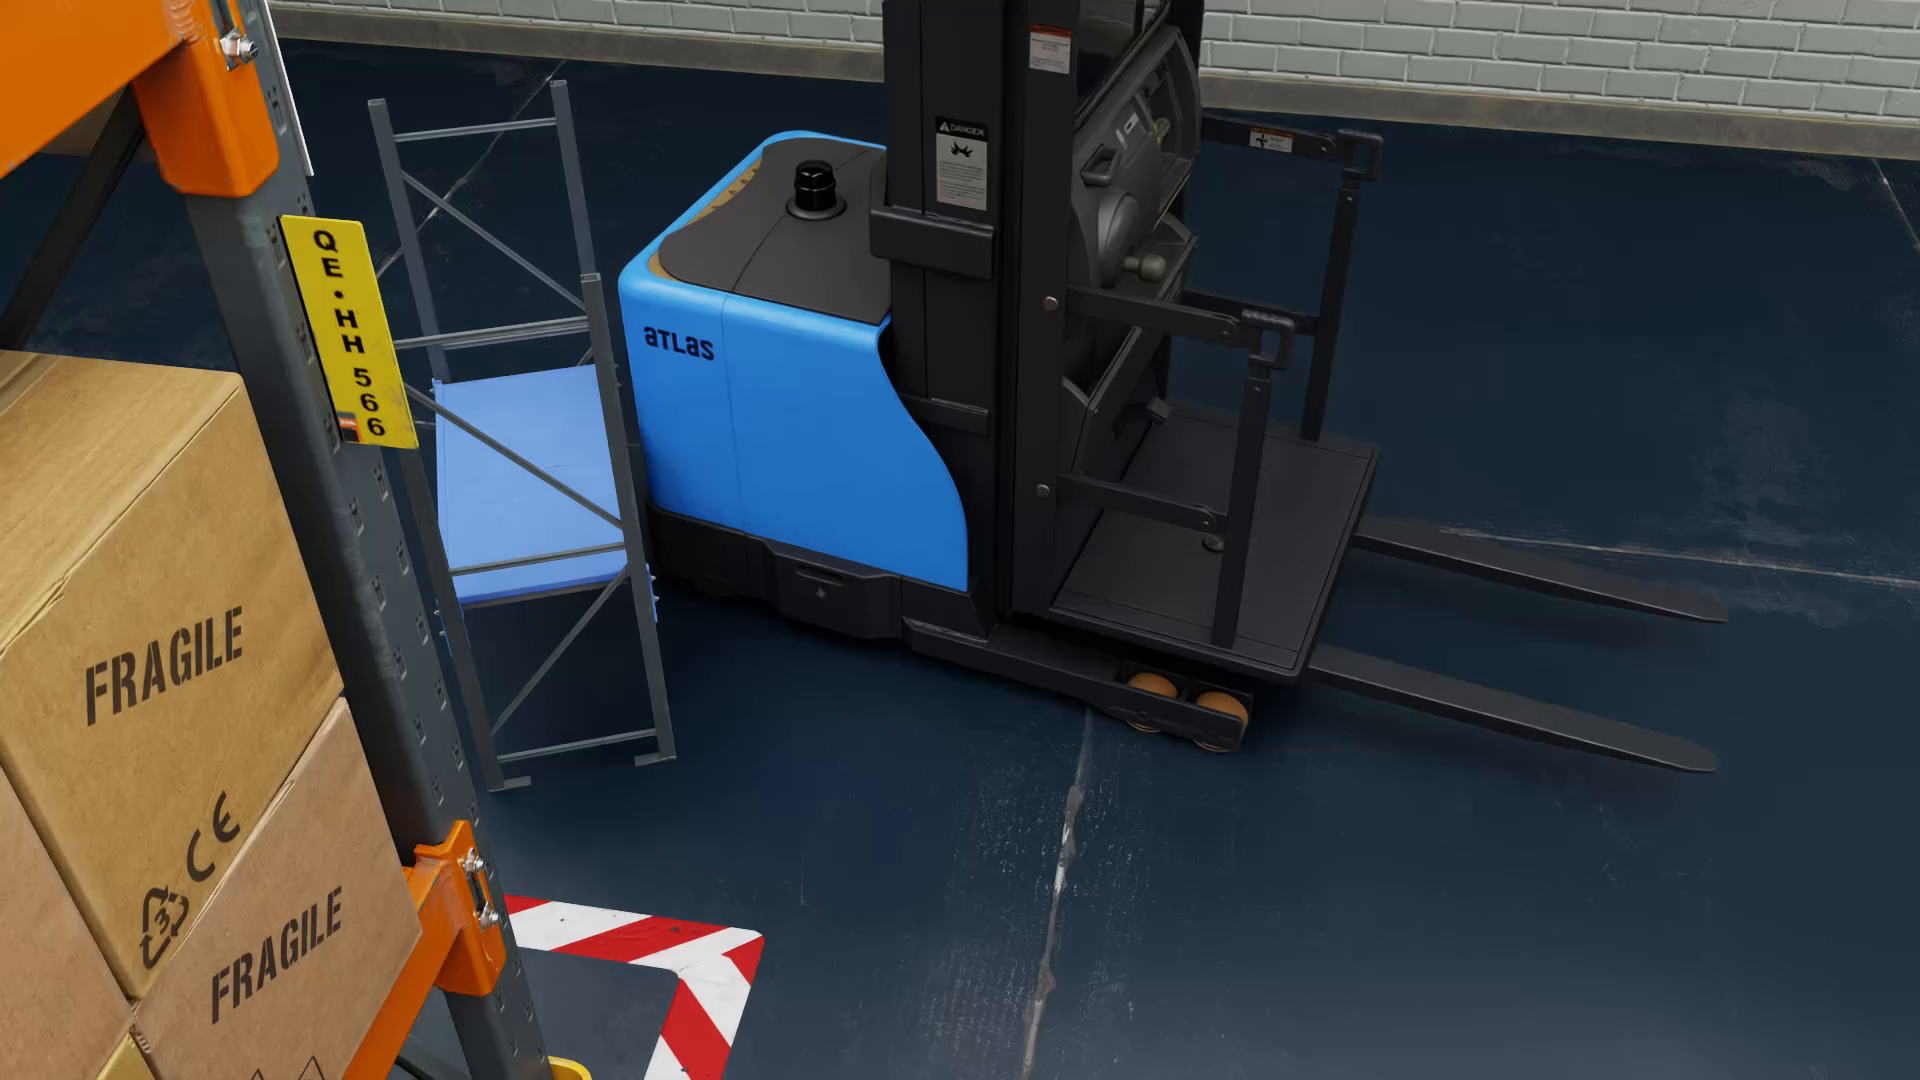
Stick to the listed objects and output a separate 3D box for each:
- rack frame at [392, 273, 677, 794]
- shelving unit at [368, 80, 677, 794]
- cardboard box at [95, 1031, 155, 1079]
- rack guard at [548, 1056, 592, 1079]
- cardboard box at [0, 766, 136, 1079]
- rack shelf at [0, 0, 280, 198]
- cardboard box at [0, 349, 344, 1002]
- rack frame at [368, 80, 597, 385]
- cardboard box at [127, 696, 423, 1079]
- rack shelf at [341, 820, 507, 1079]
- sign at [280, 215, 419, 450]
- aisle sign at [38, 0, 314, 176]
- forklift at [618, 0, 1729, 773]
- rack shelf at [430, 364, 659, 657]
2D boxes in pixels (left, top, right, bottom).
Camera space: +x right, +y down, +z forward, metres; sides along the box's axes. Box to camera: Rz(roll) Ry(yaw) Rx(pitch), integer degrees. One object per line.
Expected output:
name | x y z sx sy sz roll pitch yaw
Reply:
rack frame | -1.017 0.049 4.014 0.500 1.500 0.032 -9 40 -11
shelving unit | -1.144 -0.265 4.393 0.538 1.500 1.048 -9 40 -11
cardboard box | -1.184 0.845 1.796 0.500 0.500 0.500 7 40 8
rack guard | -1.301 1.257 3.337 1.175 0.500 0.348 6 40 8
cardboard box | -1.181 0.449 1.490 0.500 0.500 0.500 7 40 9
rack shelf | -1.634 0.623 0.353 1.077 0.370 4.000 6 40 8
cardboard box | -1.094 0.132 1.873 0.500 0.500 0.500 6 40 7
rack frame | -1.270 -0.579 4.773 0.500 1.500 0.032 -9 40 -11
cardboard box | -1.097 0.519 2.190 0.500 0.500 0.500 8 40 9
rack shelf | -1.634 1.779 1.309 1.077 0.370 4.000 6 40 8
sign | -0.745 -0.248 2.039 0.100 0.325 0.005 6 40 8
aisle sign | -0.974 -0.765 1.781 0.394 0.787 0.004 6 40 8
forklift | 0.632 -0.937 4.083 3.031 2.935 1.130 15 42 17
rack shelf | -1.144 -0.126 4.508 0.538 0.185 1.000 -9 40 -11
